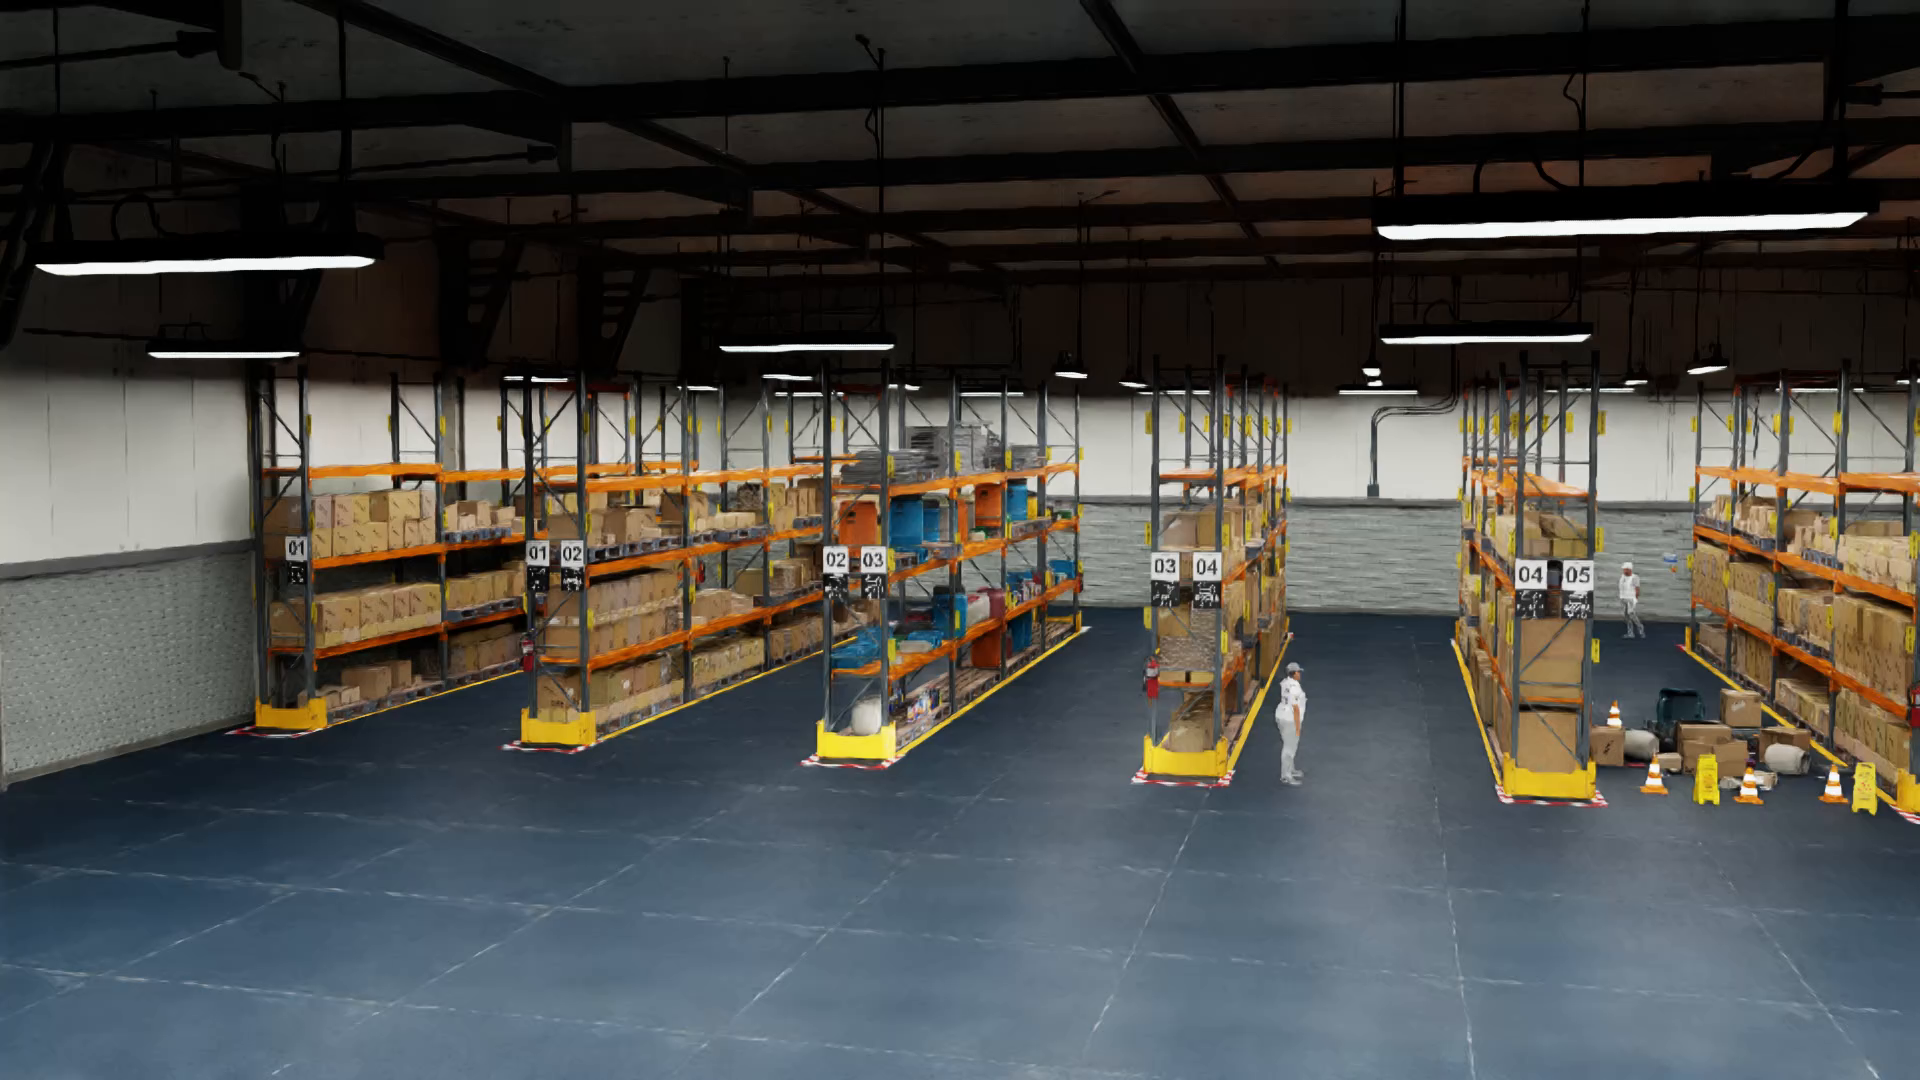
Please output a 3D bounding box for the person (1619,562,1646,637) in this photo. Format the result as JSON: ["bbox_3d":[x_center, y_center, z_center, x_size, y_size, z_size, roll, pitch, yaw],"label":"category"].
[{"bbox_3d":[15.823,1.404,39.139,0.468,1.777,0.705,-1,4,-19],"label":"person"}]

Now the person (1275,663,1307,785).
[{"bbox_3d":[4.674,2.551,23.327,0.463,1.673,0.576,0,4,-7],"label":"person"}]
